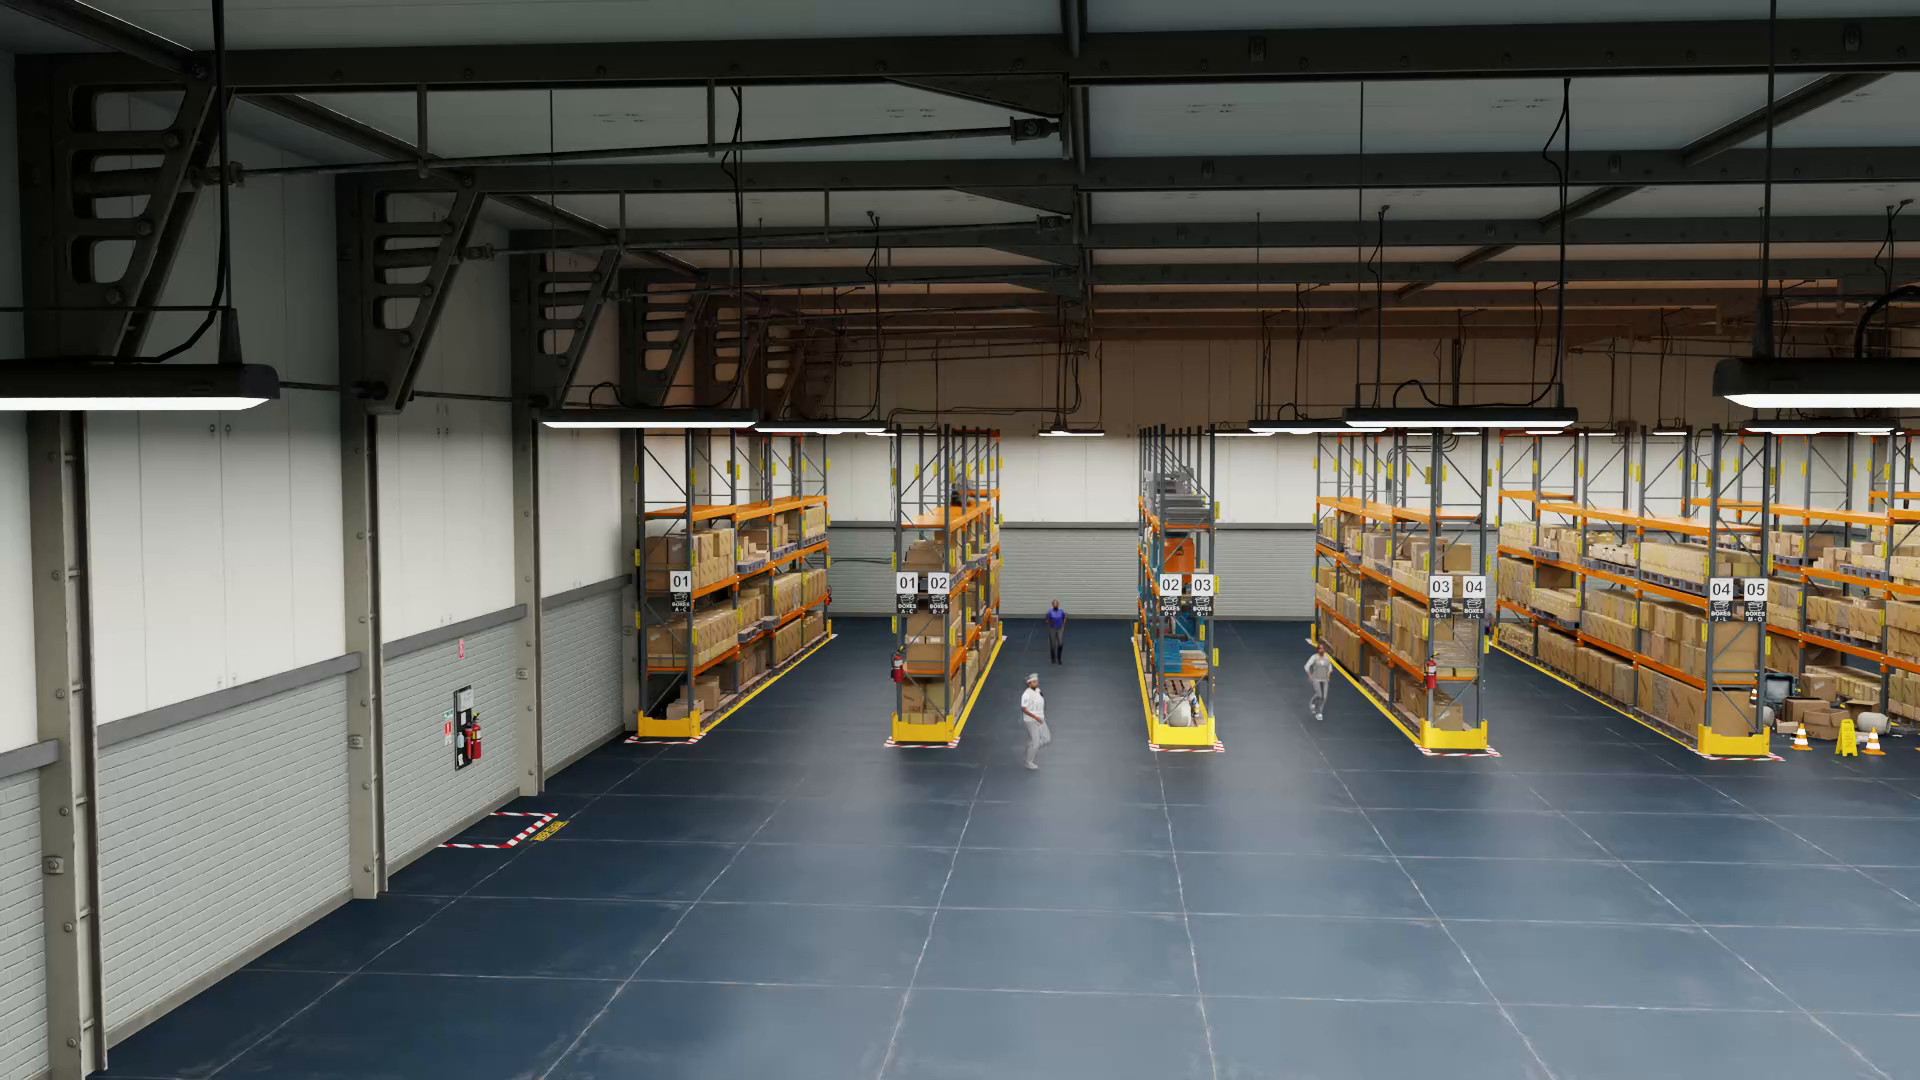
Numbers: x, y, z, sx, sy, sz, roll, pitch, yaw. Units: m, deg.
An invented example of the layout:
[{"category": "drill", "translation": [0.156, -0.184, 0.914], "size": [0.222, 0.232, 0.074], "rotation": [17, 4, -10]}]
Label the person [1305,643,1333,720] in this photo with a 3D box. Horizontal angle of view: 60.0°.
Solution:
[{"category": "person", "translation": [7.348, 2.887, 33.918], "size": [0.541, 1.562, 0.544], "rotation": [0, 4, -8]}]

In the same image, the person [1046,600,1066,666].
[{"category": "person", "translation": [2.426, 2.358, 42.040], "size": [0.530, 1.669, 0.660], "rotation": [0, 3, -4]}]

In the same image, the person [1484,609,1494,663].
[{"category": "person", "translation": [13.384, 2.358, 42.686], "size": [0.640, 1.600, 0.663], "rotation": [0, 3, 5]}]

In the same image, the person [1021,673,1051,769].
[{"category": "person", "translation": [1.313, 3.139, 28.901], "size": [0.495, 1.664, 0.586], "rotation": [3, 4, 38]}]
